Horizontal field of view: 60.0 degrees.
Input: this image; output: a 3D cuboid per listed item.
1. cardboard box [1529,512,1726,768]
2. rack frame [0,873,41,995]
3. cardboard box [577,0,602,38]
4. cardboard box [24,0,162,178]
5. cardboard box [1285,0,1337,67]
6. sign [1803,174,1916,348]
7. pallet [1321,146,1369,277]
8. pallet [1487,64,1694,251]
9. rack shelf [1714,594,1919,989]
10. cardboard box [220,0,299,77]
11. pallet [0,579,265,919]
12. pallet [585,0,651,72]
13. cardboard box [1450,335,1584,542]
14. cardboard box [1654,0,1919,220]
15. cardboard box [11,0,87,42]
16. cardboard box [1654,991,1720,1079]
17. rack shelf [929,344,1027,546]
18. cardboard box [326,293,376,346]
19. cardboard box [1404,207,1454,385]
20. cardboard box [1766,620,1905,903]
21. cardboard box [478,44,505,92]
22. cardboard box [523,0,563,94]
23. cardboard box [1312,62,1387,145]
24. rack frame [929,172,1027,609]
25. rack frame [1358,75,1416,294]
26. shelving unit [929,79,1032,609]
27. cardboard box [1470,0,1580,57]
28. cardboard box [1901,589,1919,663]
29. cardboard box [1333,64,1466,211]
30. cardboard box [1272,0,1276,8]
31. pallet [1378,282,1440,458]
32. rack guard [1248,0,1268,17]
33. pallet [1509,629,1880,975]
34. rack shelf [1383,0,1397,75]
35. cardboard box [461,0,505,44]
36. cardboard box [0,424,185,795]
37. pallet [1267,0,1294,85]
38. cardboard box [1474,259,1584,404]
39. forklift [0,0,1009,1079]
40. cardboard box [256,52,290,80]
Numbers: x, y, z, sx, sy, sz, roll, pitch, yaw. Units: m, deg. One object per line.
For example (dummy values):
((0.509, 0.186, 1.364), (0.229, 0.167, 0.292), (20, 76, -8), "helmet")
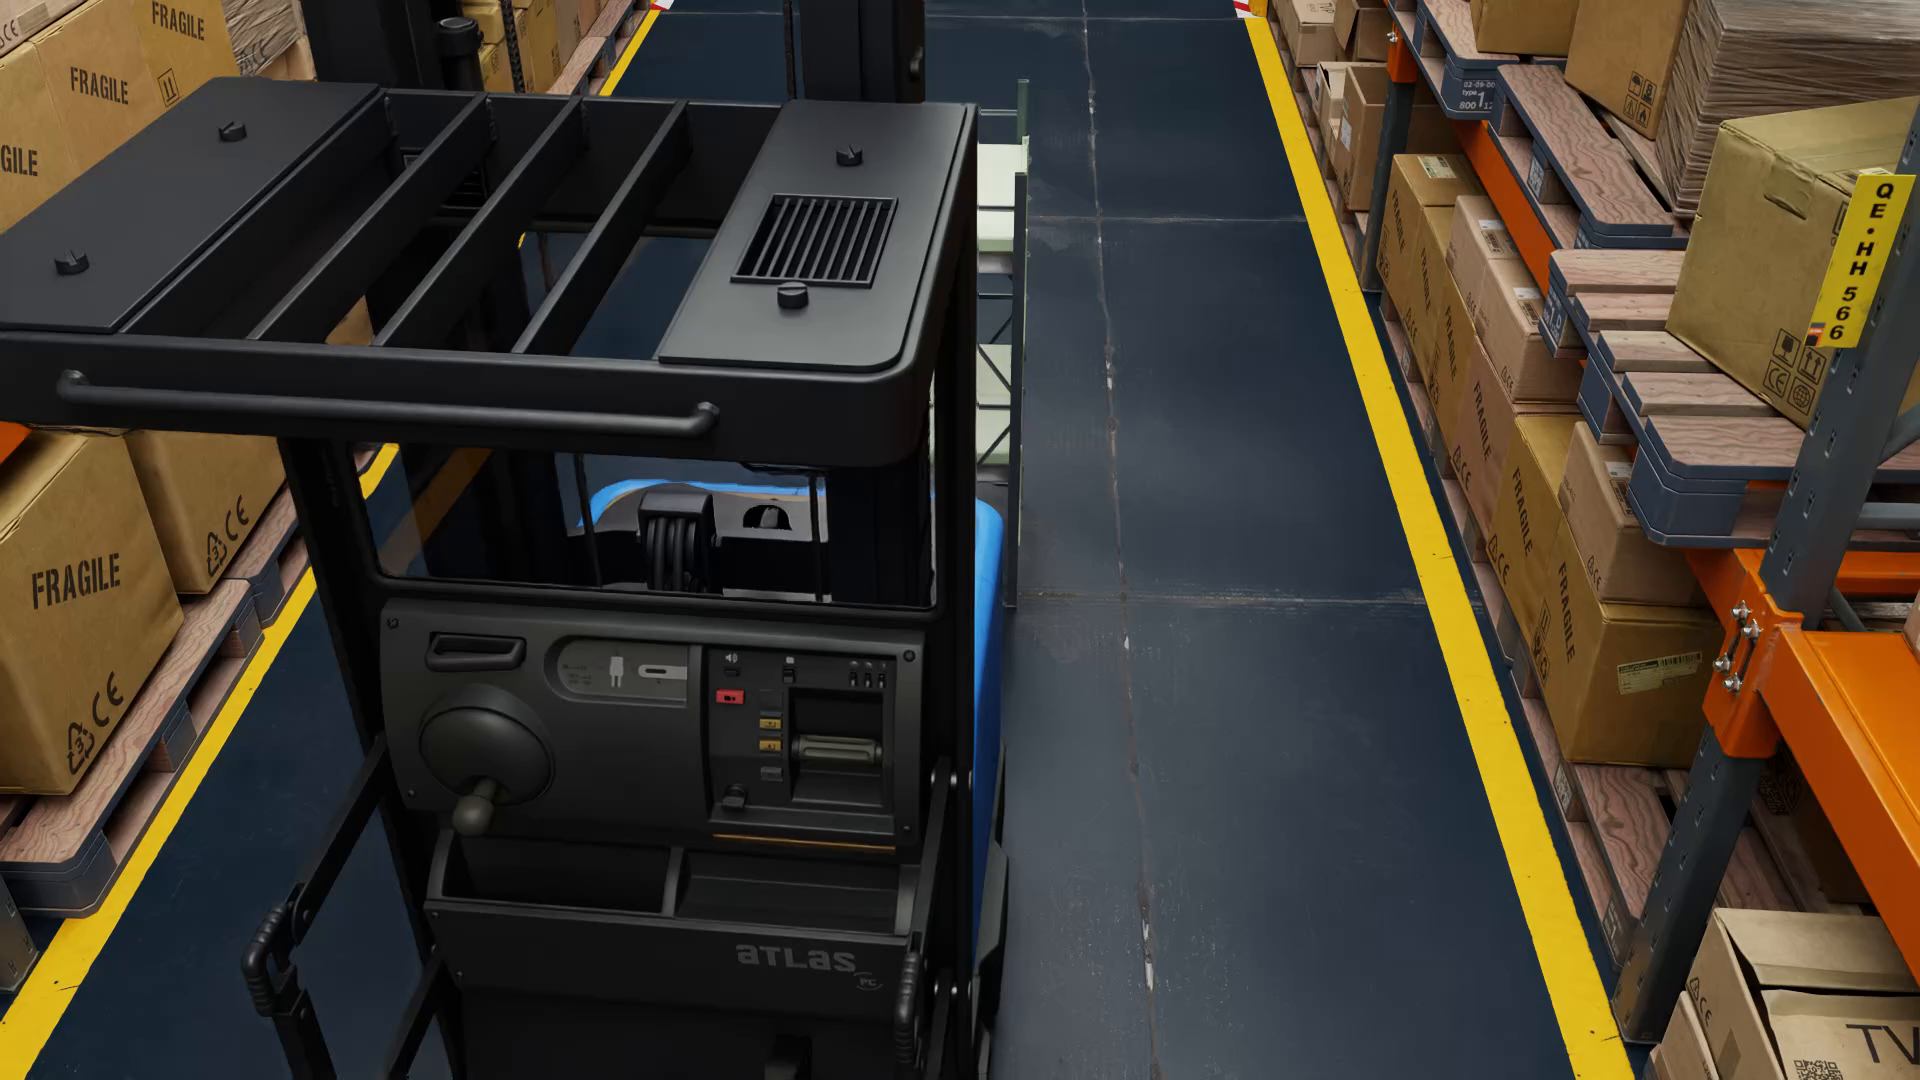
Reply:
((1.907, 0.269, 4.550), (0.500, 0.500, 0.500), (3, 35, 4), "cardboard box")
((-2.846, -0.143, 3.345), (1.000, 3.000, 0.127), (1, 35, 2), "rack frame")
((-2.473, -3.197, 9.498), (0.700, 0.500, 0.500), (1, 35, 2), "cardboard box")
((-2.519, -1.173, 4.447), (0.500, 0.500, 0.500), (1, 35, 2), "cardboard box")
((2.080, -2.802, 9.137), (0.500, 0.250, 0.500), (1, 35, 2), "cardboard box")
((1.561, -0.479, 2.885), (0.100, 0.325, 0.005), (1, 35, 2), "sign")
((2.293, -1.583, 7.819), (1.003, 0.211, 1.213), (1, 35, 2), "pallet")
((2.177, -1.070, 4.831), (1.003, 0.211, 1.213), (1, 35, 2), "pallet")
((2.023, 1.412, 1.757), (1.077, 0.370, 4.000), (1, 35, 2), "rack shelf")
((-2.491, -1.759, 5.282), (0.500, 0.500, 0.500), (1, 35, 2), "cardboard box")
((-2.739, 0.546, 4.789), (1.003, 0.211, 1.213), (1, 35, 2), "pallet")
((-2.479, -3.137, 10.031), (1.003, 0.211, 1.213), (1, 35, 2), "pallet")
((1.943, -0.330, 5.402), (0.500, 0.500, 0.500), (0, 35, 0), "cardboard box")
((2.244, -1.129, 4.296), (0.700, 0.500, 0.500), (8, 36, 11), "cardboard box")
((-2.533, -1.472, 4.220), (0.500, 0.250, 0.500), (2, 35, 2), "cardboard box")
((1.789, 1.216, 3.437), (0.500, 0.250, 0.500), (1, 35, 2), "cardboard box")
((0.000, -0.343, 5.501), (0.431, 0.370, 0.720), (1, 35, 2), "rack shelf")
((-2.614, -0.846, 5.850), (0.750, 0.750, 0.750), (2, 35, 3), "cardboard box")
((1.991, -0.907, 6.224), (0.500, 0.500, 0.500), (2, 35, 3), "cardboard box")
((2.408, 0.557, 4.140), (0.500, 0.500, 0.500), (3, 35, 4), "cardboard box")
((-2.553, -2.018, 7.821), (0.700, 0.500, 0.500), (2, 35, 2), "cardboard box")
((-2.507, -2.601, 8.651), (0.700, 0.500, 0.500), (2, 35, 3), "cardboard box")
((2.034, -2.174, 8.190), (0.500, 0.311, 0.500), (1, 35, 2), "cardboard box")
((-0.015, -0.399, 5.014), (0.400, 1.500, 0.023), (1, 35, 2), "rack frame")
((2.264, -2.329, 6.455), (1.000, 3.000, 0.127), (1, 35, 2), "rack frame")
((0.000, -0.610, 5.313), (0.431, 1.500, 0.755), (1, 35, 2), "shelving unit")
((2.058, -1.878, 5.362), (0.700, 0.500, 0.500), (7, 36, 9), "cardboard box")
((2.046, 0.213, 2.915), (0.500, 0.311, 0.500), (3, 35, 5), "cardboard box")
((2.004, -1.820, 7.523), (0.500, 0.500, 0.500), (1, 35, 2), "cardboard box")
((2.055, -3.272, 9.878), (0.380, 0.166, 0.250), (1, 35, 2), "cardboard box")
((2.270, -0.720, 6.591), (1.003, 0.211, 1.213), (1, 35, 2), "pallet")
((2.422, -3.561, 10.382), (1.175, 0.500, 0.348), (1, 35, 2), "rack guard")
((2.172, 0.682, 4.596), (1.003, 0.211, 1.213), (1, 35, 2), "pallet")
((2.345, -3.184, 8.297), (1.077, 0.370, 4.000), (1, 35, 2), "rack shelf")
((-2.357, -2.476, 7.909), (0.380, 0.149, 0.250), (2, 35, 3), "cardboard box")
((-2.685, 0.145, 4.439), (0.750, 0.750, 0.750), (1, 35, 1), "cardboard box")
((2.391, -2.985, 9.813), (1.003, 0.211, 1.213), (1, 35, 2), "pallet")
((1.942, -0.658, 5.217), (0.500, 0.250, 0.500), (1, 35, 1), "cardboard box")
((-0.544, 0.387, 2.650), (1.130, 2.935, 3.031), (3, 35, 5), "forklift")
((-2.486, -1.561, 5.563), (0.380, 0.149, 0.250), (1, 35, 2), "cardboard box")
